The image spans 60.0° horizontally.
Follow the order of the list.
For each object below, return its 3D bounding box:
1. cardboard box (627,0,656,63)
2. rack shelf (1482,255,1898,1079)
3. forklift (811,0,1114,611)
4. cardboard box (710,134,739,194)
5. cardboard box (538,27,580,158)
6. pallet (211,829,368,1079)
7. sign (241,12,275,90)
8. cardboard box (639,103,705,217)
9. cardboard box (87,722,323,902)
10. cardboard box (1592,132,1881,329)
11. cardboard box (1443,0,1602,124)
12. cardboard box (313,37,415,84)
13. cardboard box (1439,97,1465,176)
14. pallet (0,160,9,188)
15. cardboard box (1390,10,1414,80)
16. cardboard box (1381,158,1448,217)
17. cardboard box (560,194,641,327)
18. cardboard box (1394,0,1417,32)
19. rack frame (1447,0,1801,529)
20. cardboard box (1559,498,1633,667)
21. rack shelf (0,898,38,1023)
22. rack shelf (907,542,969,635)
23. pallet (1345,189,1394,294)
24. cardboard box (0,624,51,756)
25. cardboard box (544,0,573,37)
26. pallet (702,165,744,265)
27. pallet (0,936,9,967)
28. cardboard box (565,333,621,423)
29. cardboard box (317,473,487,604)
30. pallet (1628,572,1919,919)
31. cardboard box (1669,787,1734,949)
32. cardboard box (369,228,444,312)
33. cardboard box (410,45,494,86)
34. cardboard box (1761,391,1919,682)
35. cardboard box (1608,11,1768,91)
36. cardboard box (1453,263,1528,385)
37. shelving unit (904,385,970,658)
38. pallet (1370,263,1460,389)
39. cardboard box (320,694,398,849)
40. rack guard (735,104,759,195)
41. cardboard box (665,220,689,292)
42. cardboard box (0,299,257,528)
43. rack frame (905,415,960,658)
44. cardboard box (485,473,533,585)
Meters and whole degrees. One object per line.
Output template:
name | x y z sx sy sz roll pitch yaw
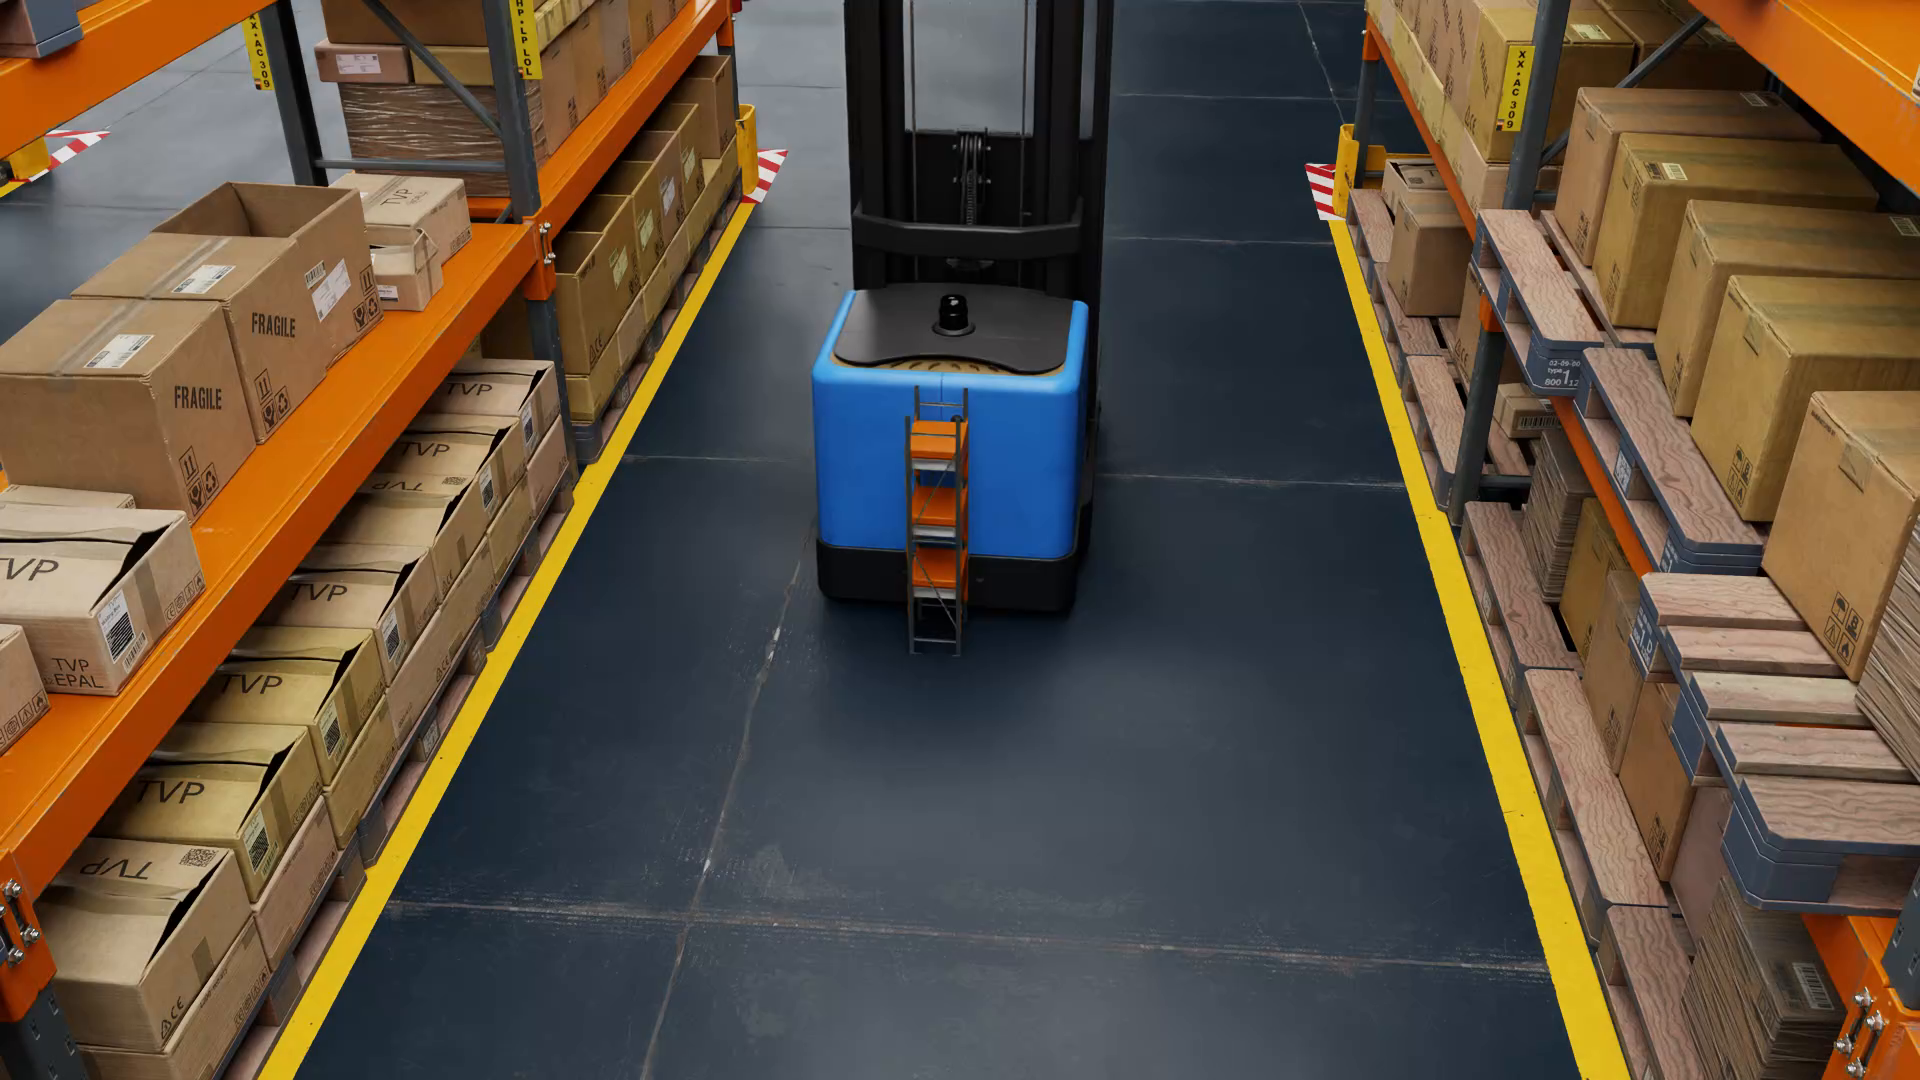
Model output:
cardboard box | -2.076 -2.905 9.010 0.700 0.500 0.500 3 32 4
rack shelf | 2.508 0.013 5.056 1.077 0.370 4.000 2 32 4
forklift | 0.103 -1.715 7.240 1.130 2.935 3.031 3 32 6
cardboard box | -1.690 -2.356 10.434 0.500 0.250 0.500 2 32 4
cardboard box | -2.200 -2.100 7.703 0.700 0.500 0.500 2 32 3
pallet | -2.486 1.301 4.938 1.003 0.211 1.213 2 32 4
sign | -2.820 -1.974 6.694 0.100 0.325 0.005 2 32 4
cardboard box | -1.755 -2.151 9.388 0.500 0.500 0.500 2 32 4
cardboard box | -2.222 0.759 4.845 0.500 0.311 0.500 2 32 3
cardboard box | 2.543 -1.013 5.519 0.700 0.500 0.500 6 32 9
cardboard box | 2.436 -2.125 7.248 0.500 0.500 0.500 2 32 4
cardboard box | -2.458 -2.019 6.954 0.380 0.149 0.250 2 32 4
cardboard box | 2.456 -1.805 7.443 0.500 0.250 0.500 3 32 4
pallet | -6.908 -2.201 10.620 1.003 0.211 1.213 2 32 4
cardboard box | 2.565 -2.596 8.727 0.500 0.250 0.500 2 32 3
cardboard box | 2.851 -2.116 9.967 0.500 0.311 0.500 -1 32 -2
cardboard box | -1.884 -1.367 8.116 0.500 0.500 0.500 2 32 4
cardboard box | 2.560 -2.930 8.555 0.500 0.500 0.500 1 32 2
rack frame | 2.671 -1.339 6.564 1.000 3.000 0.127 2 32 4
cardboard box | 2.636 0.195 6.037 0.700 0.500 0.500 2 32 3
rack shelf | -2.755 1.895 2.002 1.077 0.370 4.000 2 32 4
rack shelf | -0.084 0.188 6.494 0.215 0.259 0.240 3 32 6
pallet | 2.889 -1.781 9.939 1.003 0.211 1.213 2 32 4
cardboard box | -2.519 0.392 3.839 0.500 0.311 0.500 4 32 7
cardboard box | -1.992 -2.403 7.577 0.380 0.149 0.250 2 32 4
pallet | -1.961 -2.052 10.378 1.003 0.211 1.213 2 32 4
pallet | -2.577 0.982 2.981 1.213 0.211 1.003 2 32 4
cardboard box | -1.926 -0.787 7.888 0.500 0.250 0.500 2 32 4
cardboard box | -2.093 -0.039 6.140 0.500 0.311 0.500 2 32 4
pallet | 2.297 0.457 3.833 1.213 0.211 1.003 2 32 4
cardboard box | 2.510 0.986 4.754 0.700 0.500 0.500 2 32 4
cardboard box | -2.155 -1.024 6.181 0.396 0.266 0.258 2 32 3
cardboard box | -2.051 -2.000 6.923 0.380 0.149 0.250 2 32 4
cardboard box | 2.392 -0.017 3.904 0.700 0.500 0.500 0 32 -1
cardboard box | 2.918 -1.840 6.786 0.500 0.500 0.500 2 32 3
cardboard box | 2.716 -1.007 7.988 0.500 0.500 0.500 0 32 0
shelving unit | -0.084 -0.057 6.342 0.215 1.050 0.252 3 32 6
pallet | 2.787 -1.145 8.906 1.003 0.211 1.213 2 32 4
cardboard box | -2.180 0.738 5.414 0.500 0.250 0.500 2 32 3
rack guard | -1.939 -2.589 10.975 1.175 0.500 0.348 2 32 4
cardboard box | -1.800 -1.571 9.161 0.500 0.250 0.500 2 32 4
cardboard box | -2.472 -0.378 4.909 0.500 0.500 0.500 1 32 1
rack frame | -0.098 0.006 6.239 0.200 1.050 0.008 3 32 6
cardboard box | -2.054 -0.064 6.715 0.500 0.250 0.500 2 32 3
